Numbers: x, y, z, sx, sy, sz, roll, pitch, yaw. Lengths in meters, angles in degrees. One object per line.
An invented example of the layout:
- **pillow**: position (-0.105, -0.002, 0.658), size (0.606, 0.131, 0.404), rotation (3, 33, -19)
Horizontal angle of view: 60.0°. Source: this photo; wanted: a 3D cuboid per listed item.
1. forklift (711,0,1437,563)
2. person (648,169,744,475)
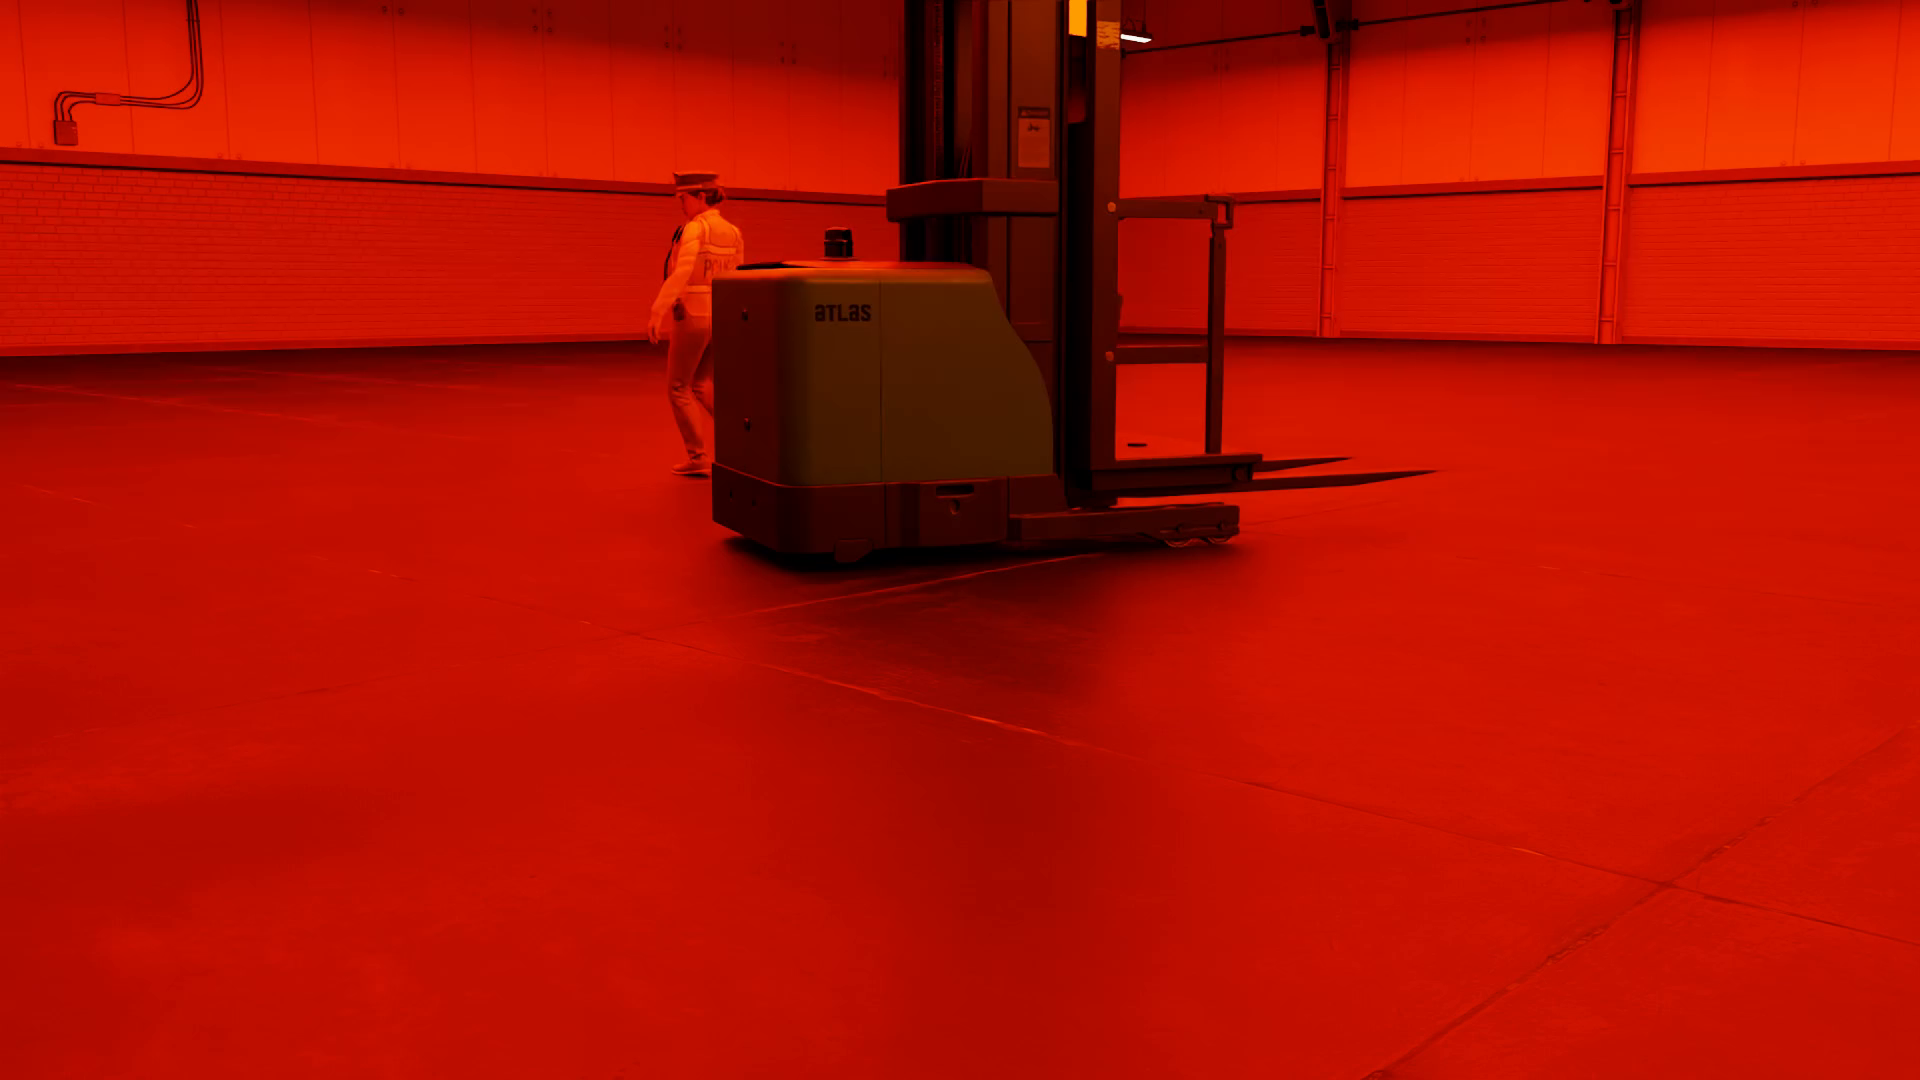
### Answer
- **forklift**: position (0.559, -1.486, 6.742), size (3.031, 2.935, 1.130), rotation (-4, 9, -23)
- **person**: position (-1.440, -1.155, 8.933), size (0.433, 1.635, 0.707), rotation (6, 11, 35)
